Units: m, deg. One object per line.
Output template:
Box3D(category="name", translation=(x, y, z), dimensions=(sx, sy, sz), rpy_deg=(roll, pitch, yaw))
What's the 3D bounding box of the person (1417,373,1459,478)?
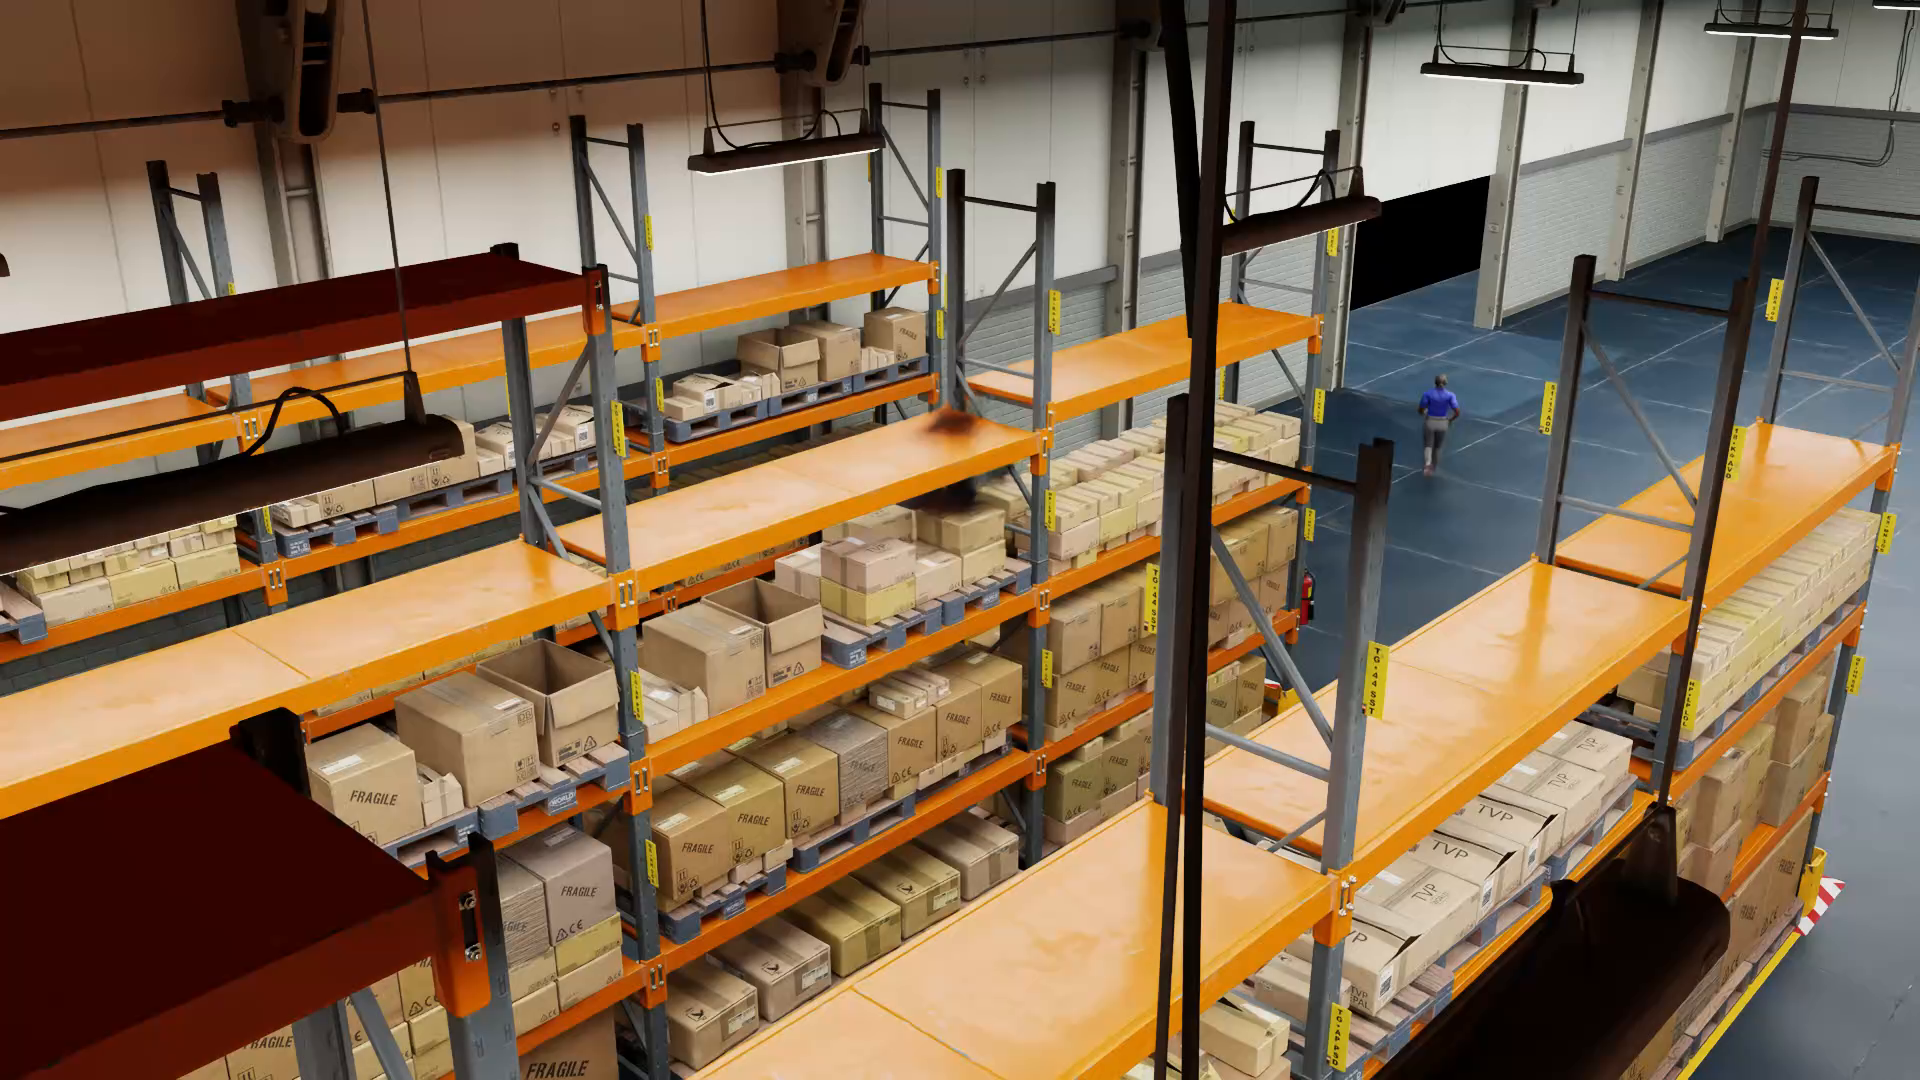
Box3D(category="person", translation=(6.857, -1.601, 23.942), dimensions=(0.577, 1.643, 0.760), rpy_deg=(5, 22, 13))
